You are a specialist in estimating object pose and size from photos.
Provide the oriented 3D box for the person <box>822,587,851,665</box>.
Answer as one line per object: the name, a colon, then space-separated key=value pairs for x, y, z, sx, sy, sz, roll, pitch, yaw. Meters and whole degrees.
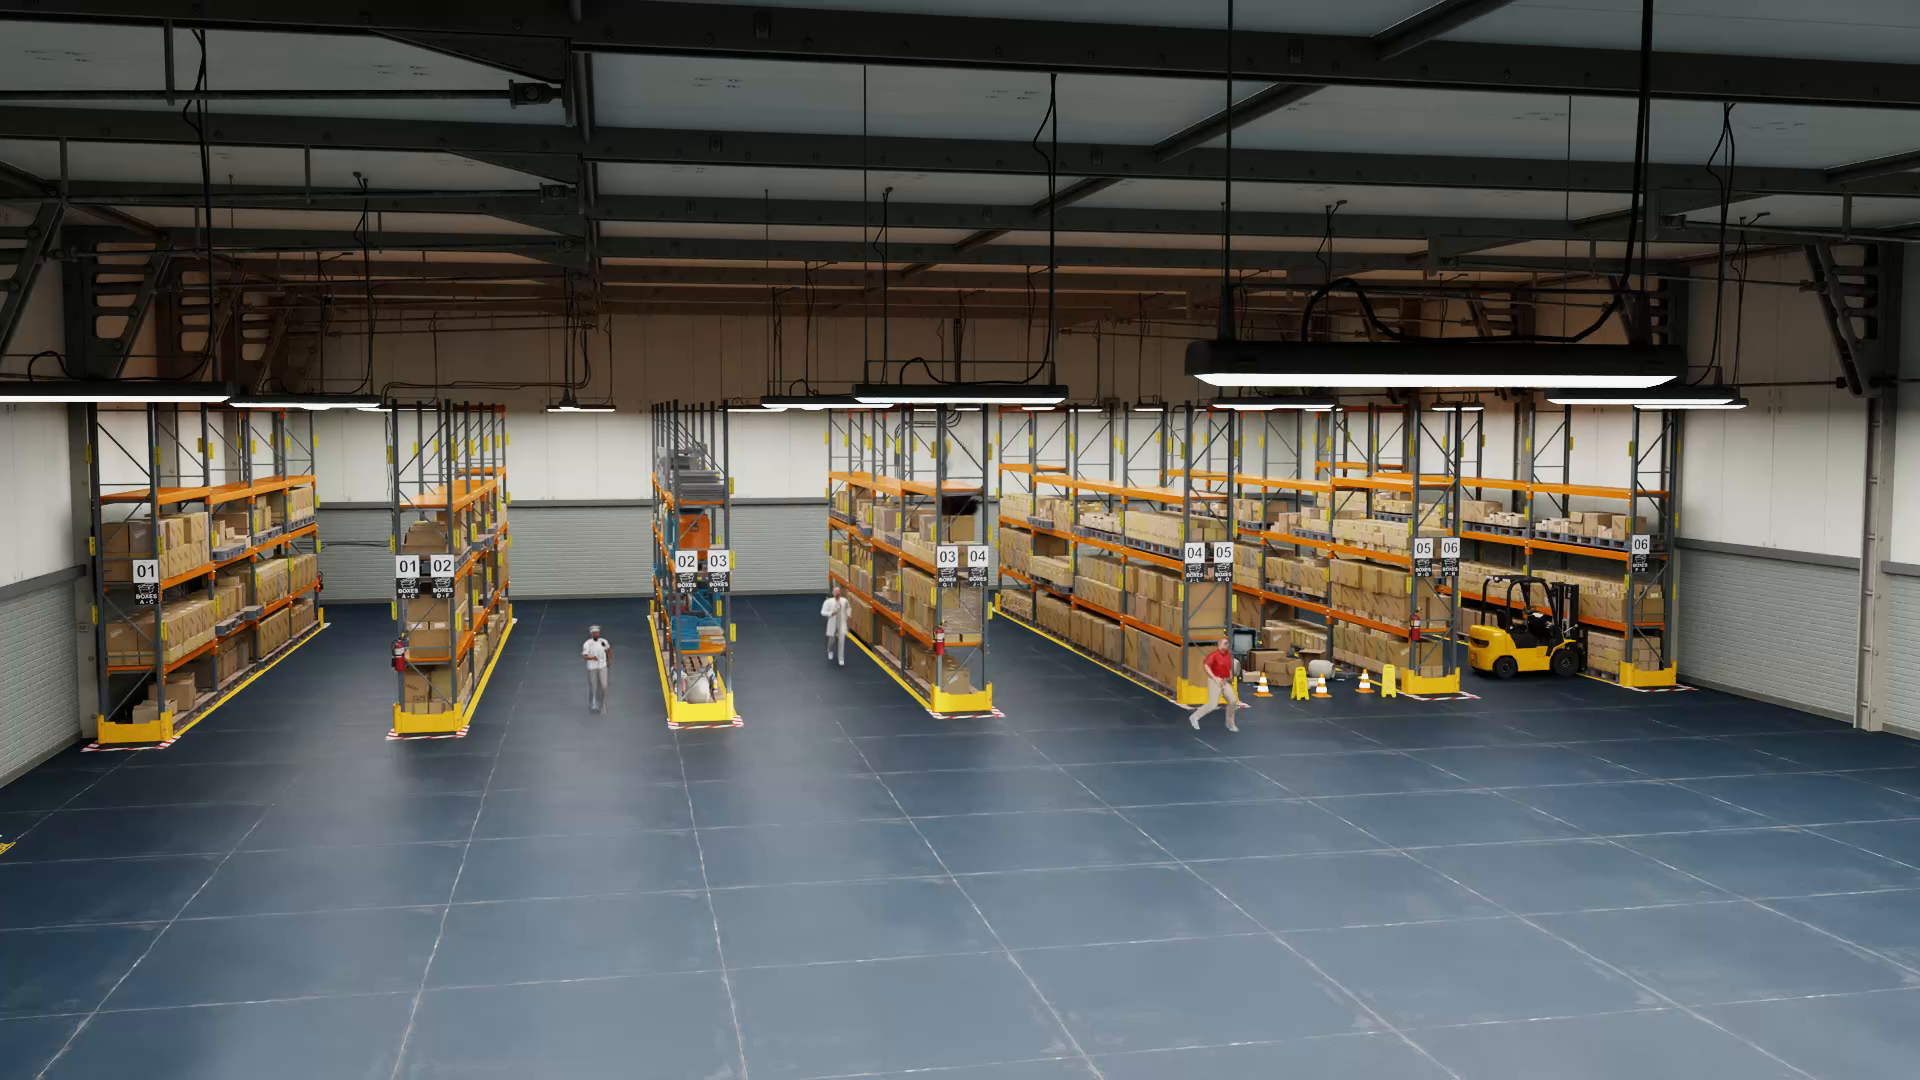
person: x=-2.821 y=1.956 z=38.139 sx=0.715 sy=1.755 sz=1.022 roll=-1 pitch=4 yaw=-13

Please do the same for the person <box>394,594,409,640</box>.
person: x=-14.051 y=1.770 z=42.067 sx=0.519 sy=1.565 sz=0.551 roll=-1 pitch=4 yaw=-15

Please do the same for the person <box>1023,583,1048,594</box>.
person: x=2.224 y=1.108 z=49.779 sx=0.882 sy=1.759 sz=0.645 roll=-1 pitch=4 yaw=-17

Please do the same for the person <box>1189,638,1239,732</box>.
person: x=4.652 y=2.634 z=30.132 sx=0.735 sy=1.737 sz=0.898 roll=4 pitch=6 yaw=43

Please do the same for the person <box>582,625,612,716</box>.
person: x=-6.958 y=2.493 z=31.935 sx=0.581 sy=1.736 sz=0.765 roll=-1 pitch=5 yaw=-19
